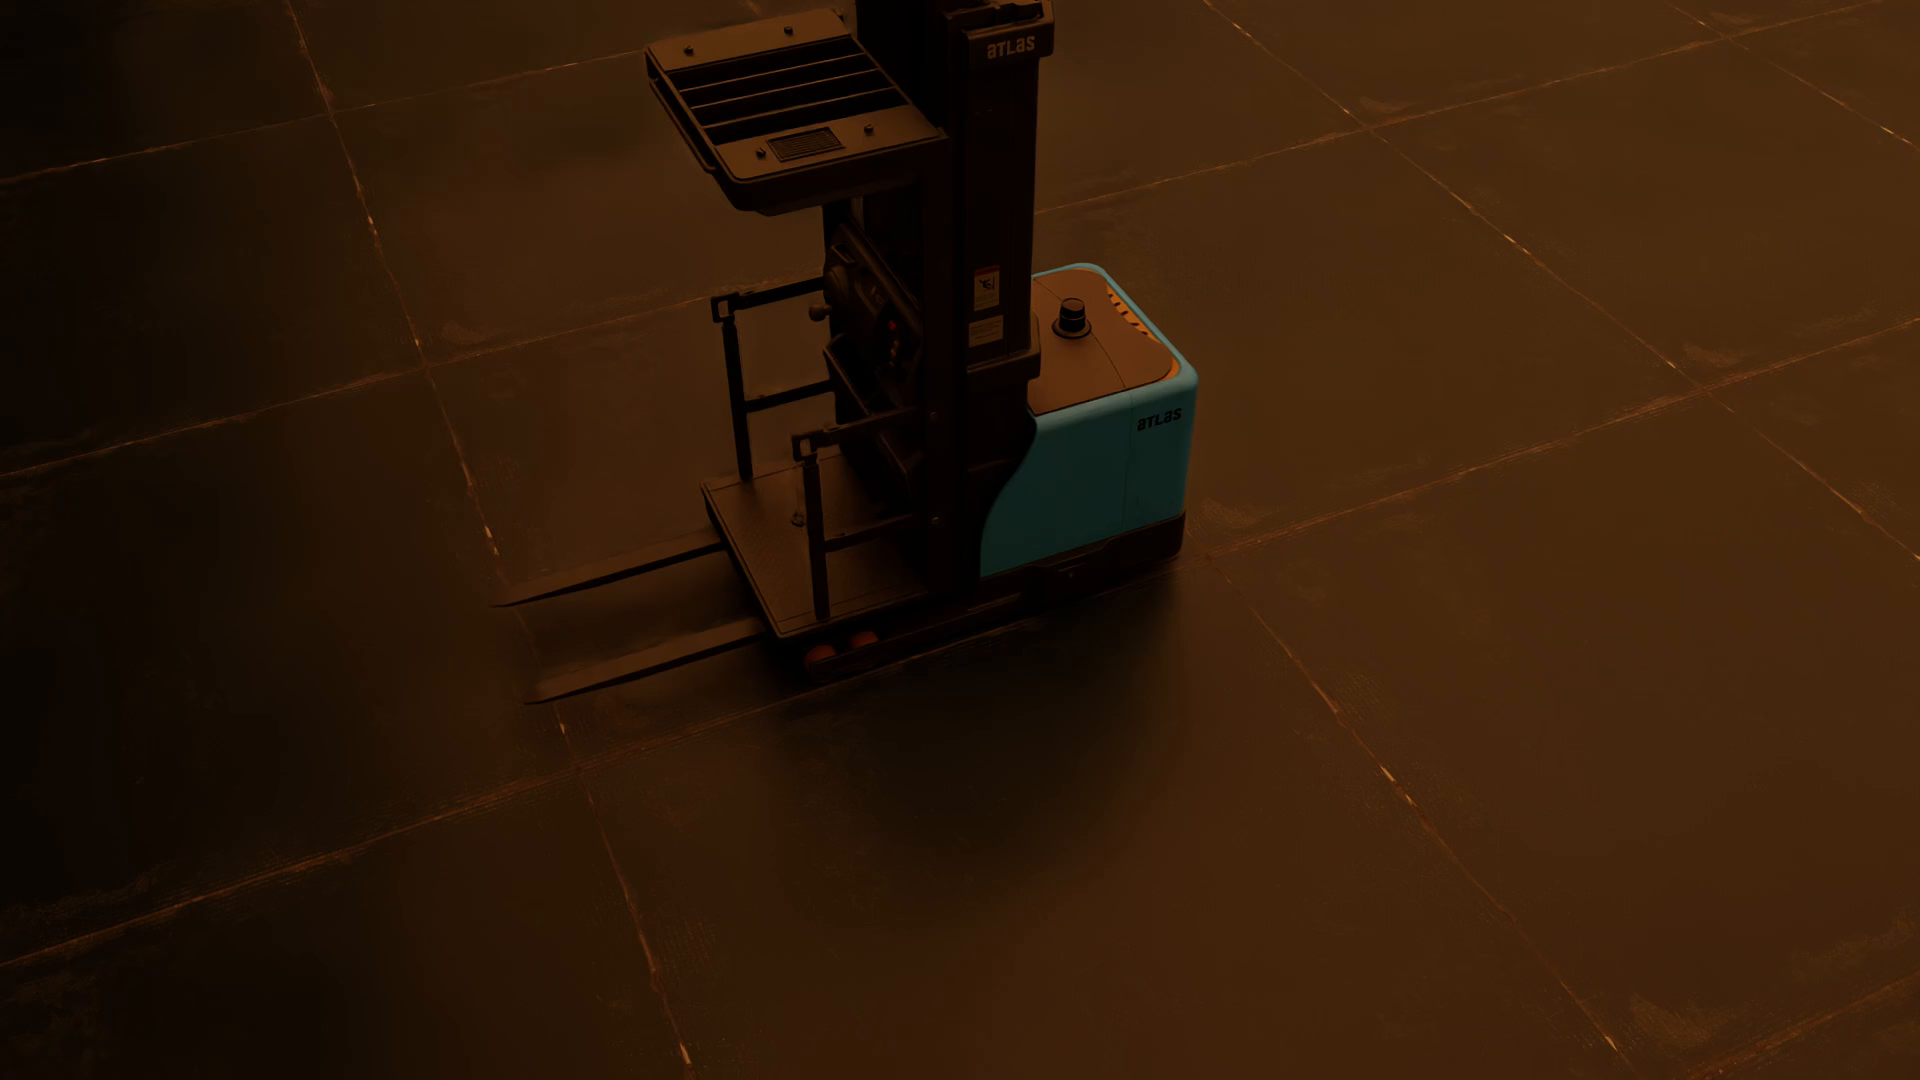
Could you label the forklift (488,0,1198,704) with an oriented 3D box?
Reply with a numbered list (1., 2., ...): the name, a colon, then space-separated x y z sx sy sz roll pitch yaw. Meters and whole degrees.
1. forklift: -0.536 -0.871 6.613 3.031 2.935 1.130 -17 46 -17
